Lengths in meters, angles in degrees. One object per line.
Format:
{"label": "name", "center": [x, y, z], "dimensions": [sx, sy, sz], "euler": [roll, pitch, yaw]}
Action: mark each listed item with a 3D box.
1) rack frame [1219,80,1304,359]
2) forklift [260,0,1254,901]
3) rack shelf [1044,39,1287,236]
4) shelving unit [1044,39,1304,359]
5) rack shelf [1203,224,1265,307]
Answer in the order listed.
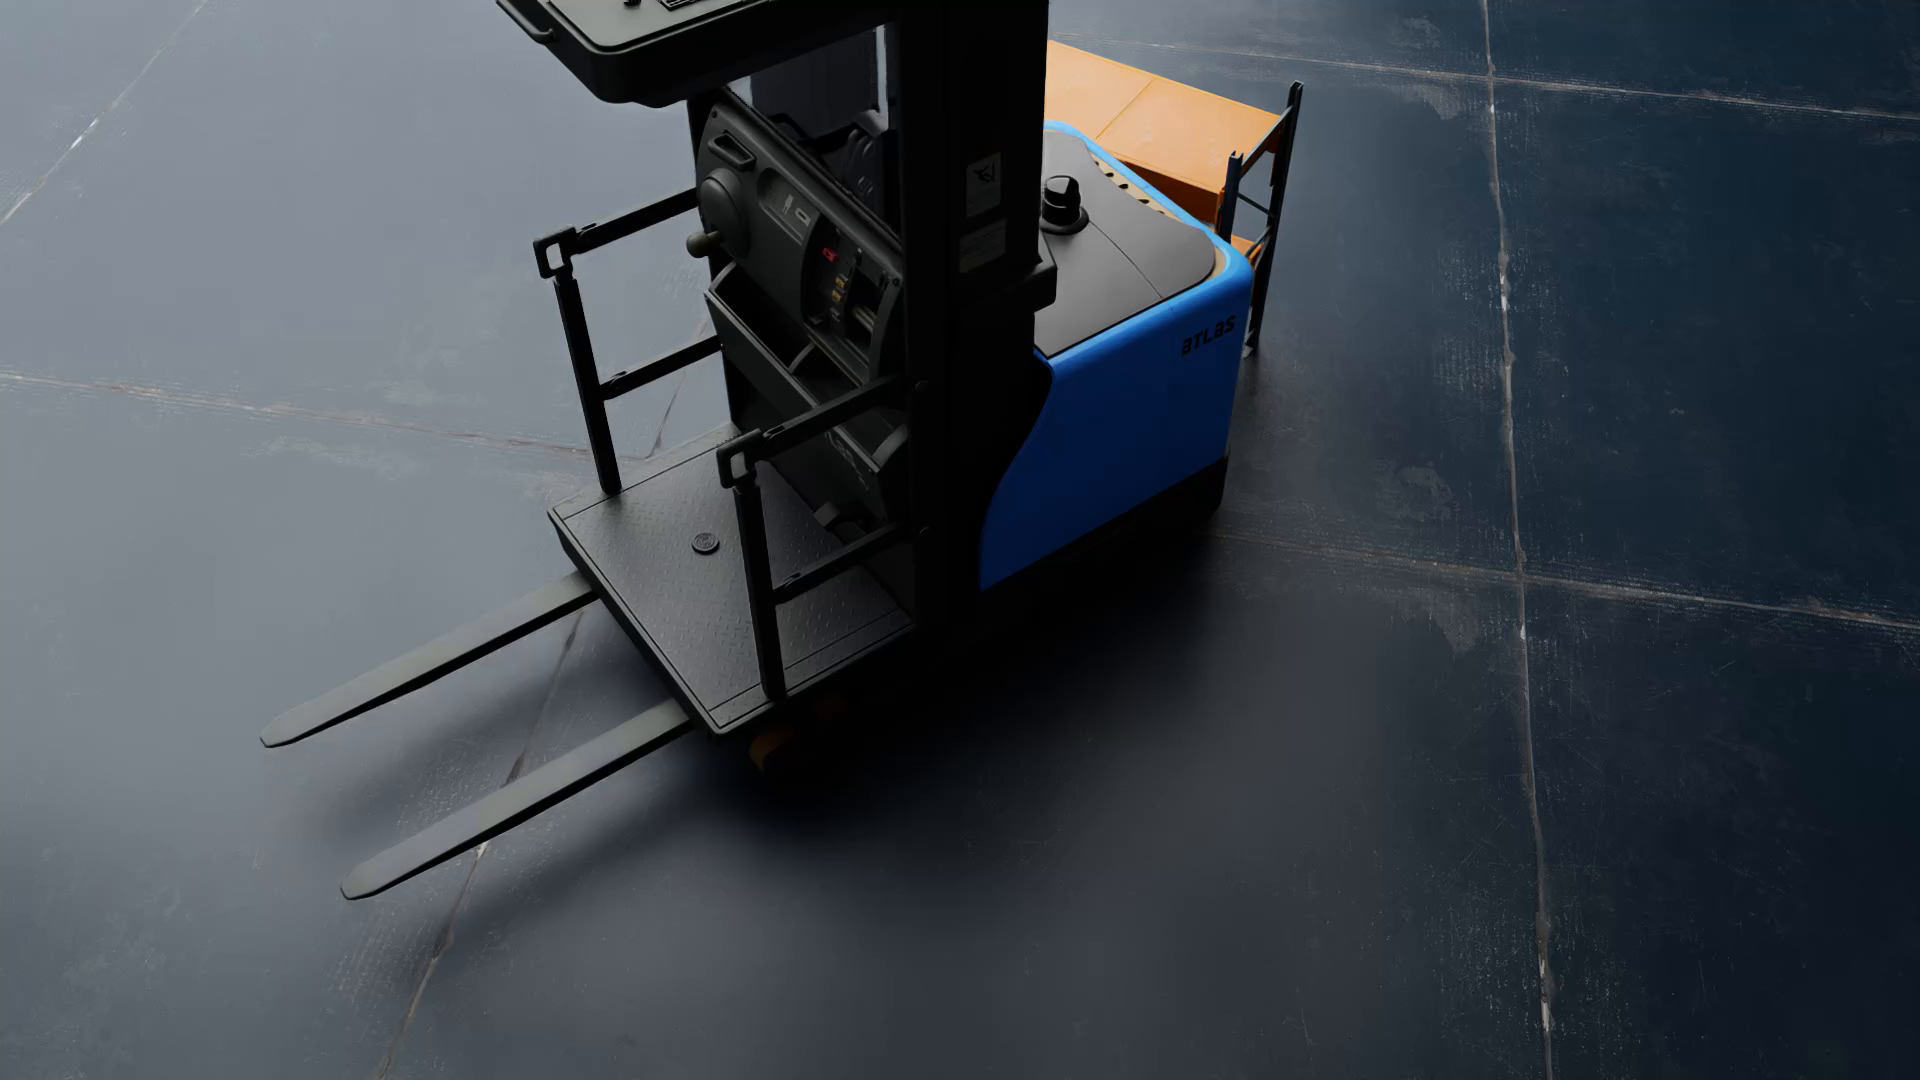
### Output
{"label": "rack frame", "center": [0.983, -0.971, 5.730], "dimensions": [0.032, 1.125, 0.500], "euler": [25, 53, 21]}
{"label": "forklift", "center": [-0.604, -0.725, 4.294], "dimensions": [3.031, 2.935, 1.130], "euler": [-28, 54, -23]}
{"label": "rack shelf", "center": [0.552, -1.367, 5.692], "dimensions": [1.000, 0.278, 0.538], "euler": [25, 53, 21]}
{"label": "shelving unit", "center": [0.552, -1.172, 5.910], "dimensions": [1.048, 1.125, 0.538], "euler": [25, 53, 21]}
{"label": "rack shelf", "center": [0.552, -1.008, 6.092], "dimensions": [1.000, 0.278, 0.538], "euler": [25, 53, 21]}
